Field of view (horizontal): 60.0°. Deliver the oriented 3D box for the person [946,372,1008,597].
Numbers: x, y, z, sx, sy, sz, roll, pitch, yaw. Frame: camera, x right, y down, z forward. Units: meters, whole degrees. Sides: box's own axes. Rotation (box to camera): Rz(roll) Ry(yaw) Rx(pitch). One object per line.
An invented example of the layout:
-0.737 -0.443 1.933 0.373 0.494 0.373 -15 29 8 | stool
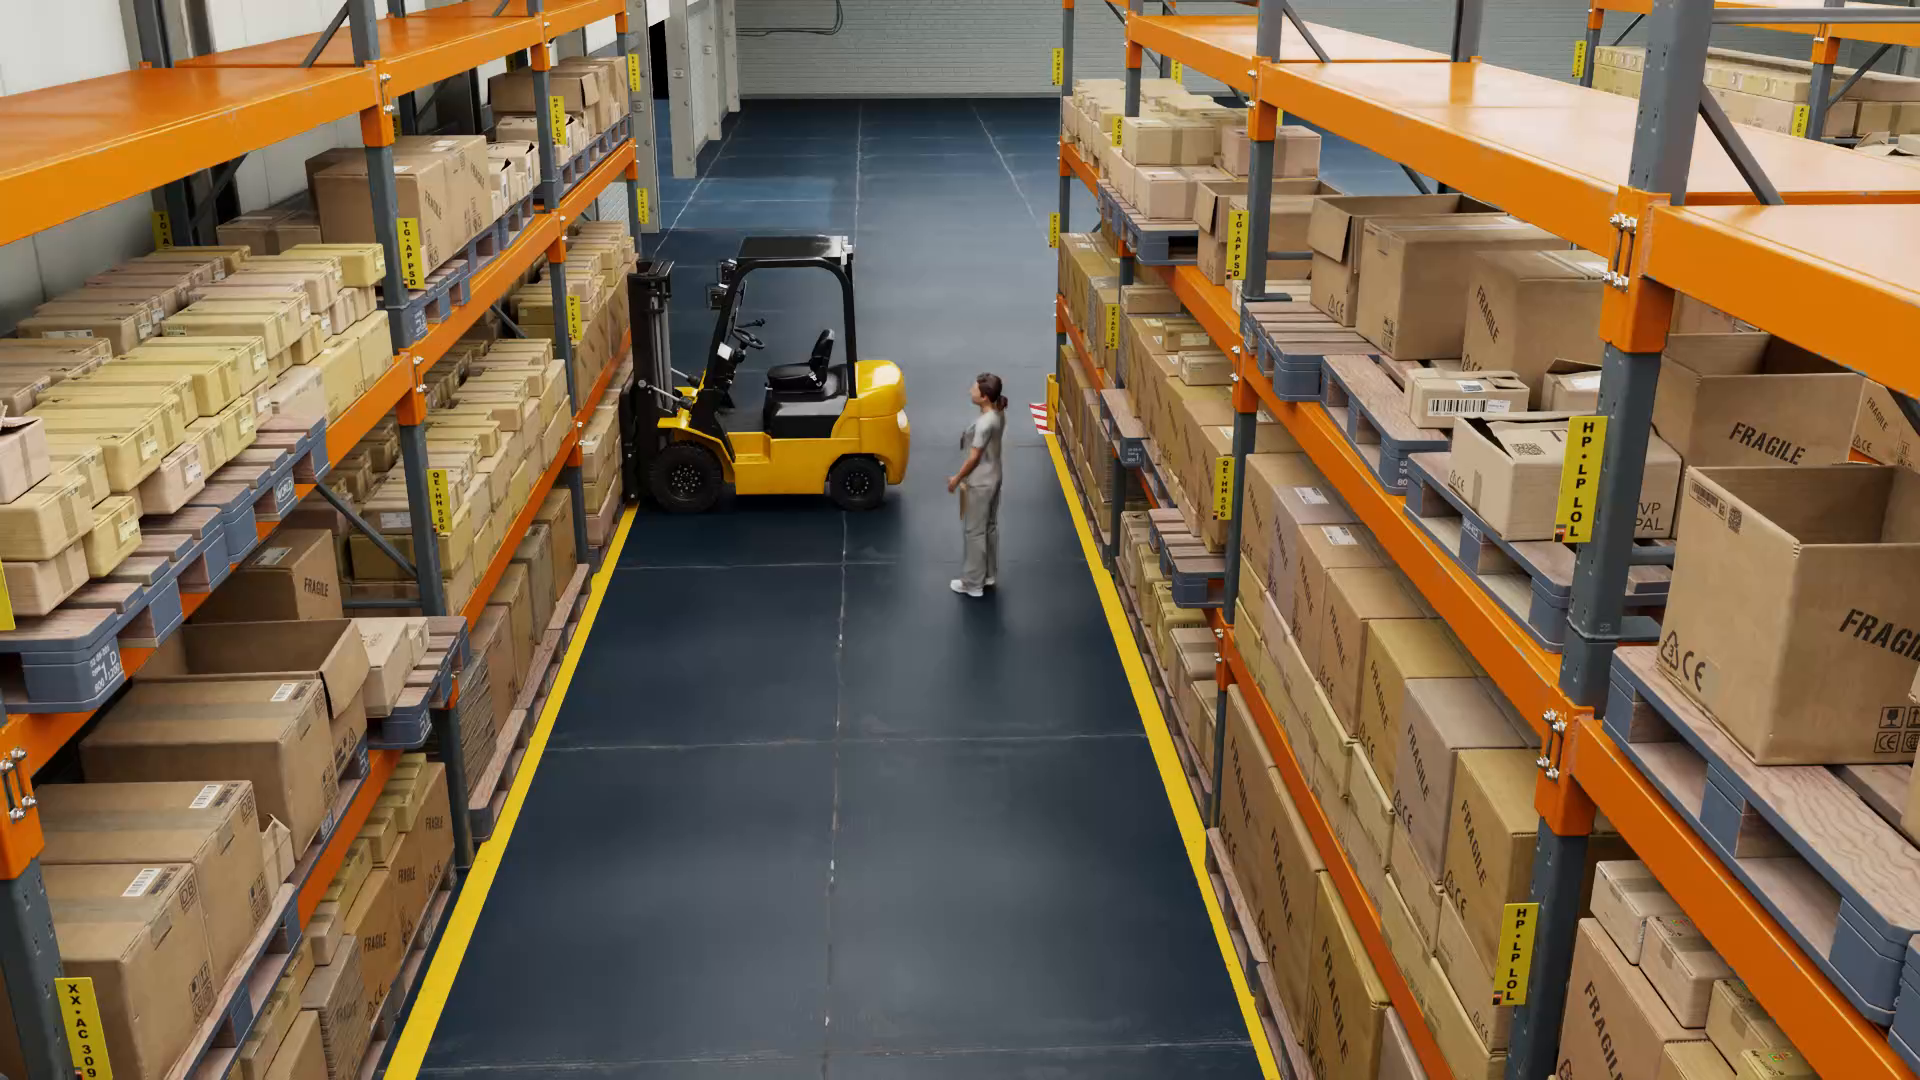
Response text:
0.140 -0.424 12.163 0.443 1.684 0.527 5 21 12 | person
